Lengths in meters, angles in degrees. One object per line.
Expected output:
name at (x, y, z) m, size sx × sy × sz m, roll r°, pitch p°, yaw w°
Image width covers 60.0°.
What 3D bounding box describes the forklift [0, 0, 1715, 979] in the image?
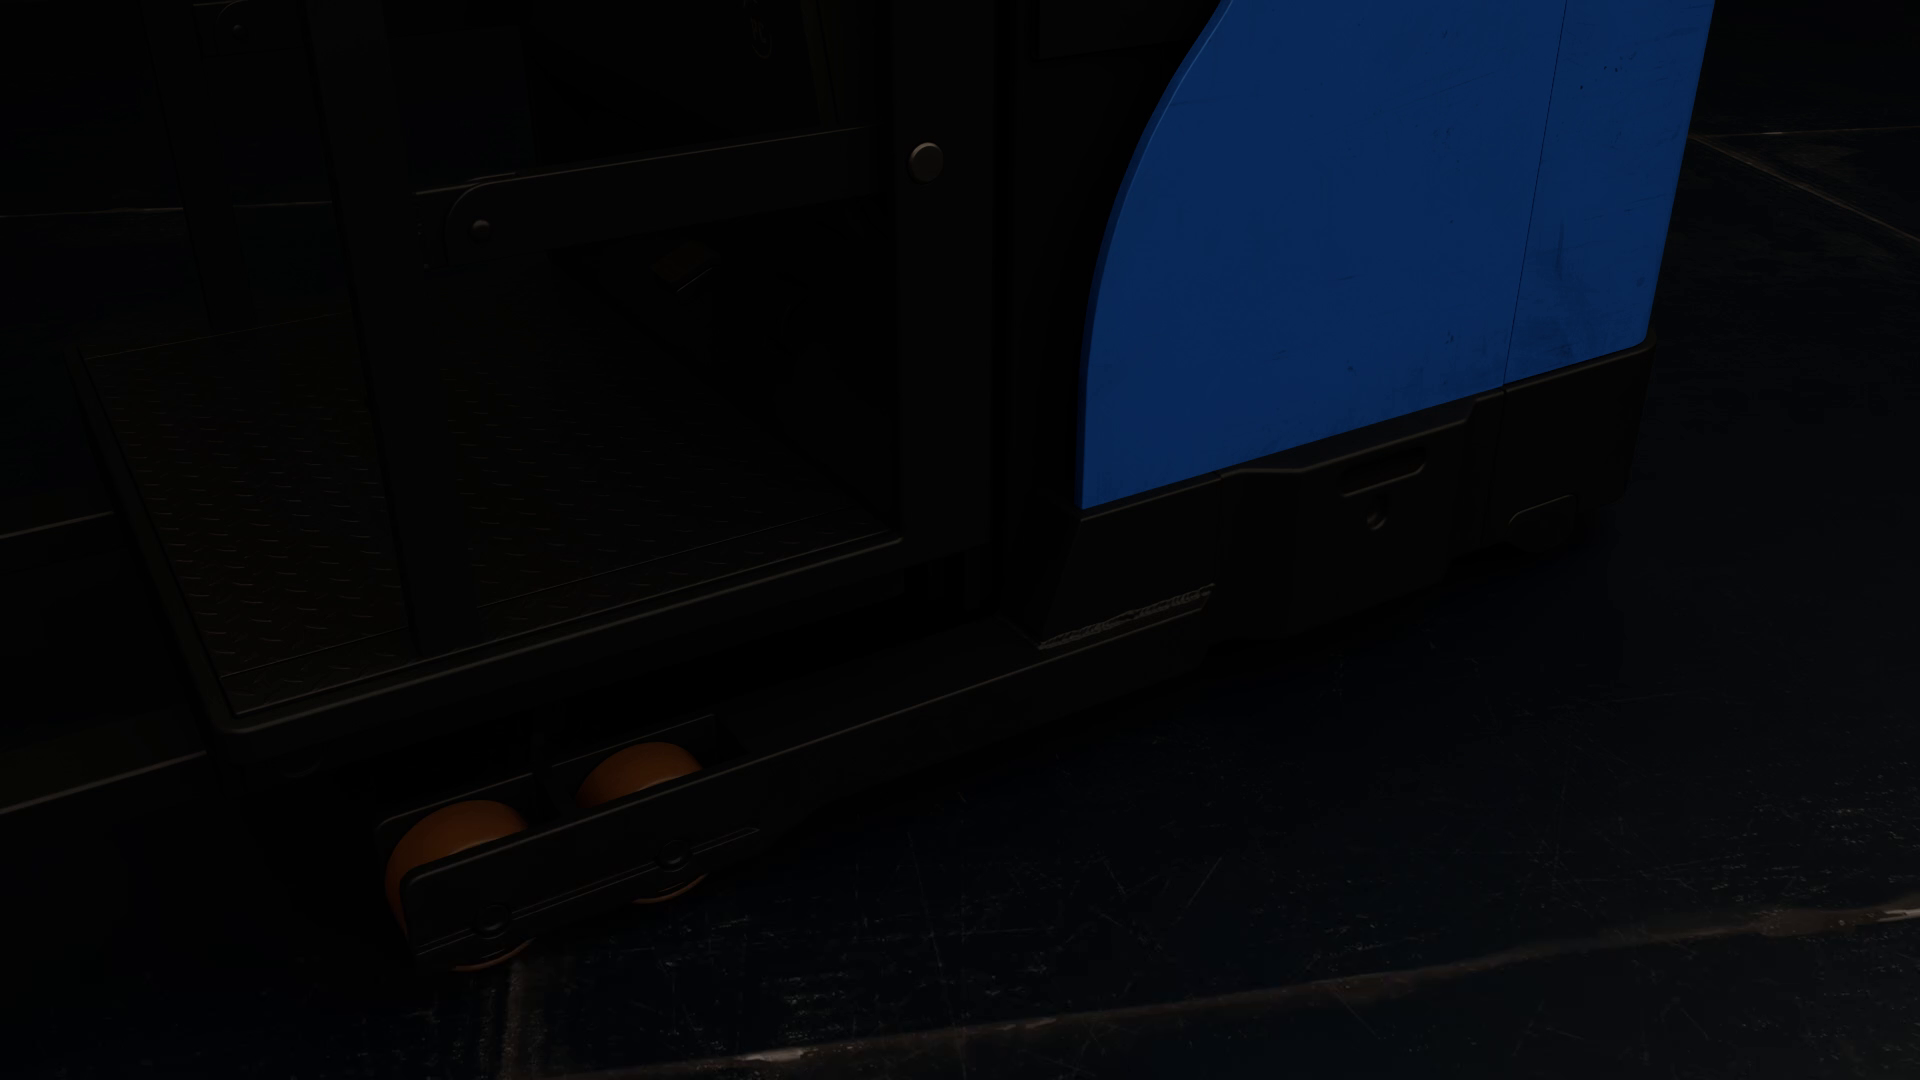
forklift at (-0.516, -1.144, 1.529) m, size 3.031 × 2.935 × 1.130 m, roll -16°, pitch 32°, yaw -28°
